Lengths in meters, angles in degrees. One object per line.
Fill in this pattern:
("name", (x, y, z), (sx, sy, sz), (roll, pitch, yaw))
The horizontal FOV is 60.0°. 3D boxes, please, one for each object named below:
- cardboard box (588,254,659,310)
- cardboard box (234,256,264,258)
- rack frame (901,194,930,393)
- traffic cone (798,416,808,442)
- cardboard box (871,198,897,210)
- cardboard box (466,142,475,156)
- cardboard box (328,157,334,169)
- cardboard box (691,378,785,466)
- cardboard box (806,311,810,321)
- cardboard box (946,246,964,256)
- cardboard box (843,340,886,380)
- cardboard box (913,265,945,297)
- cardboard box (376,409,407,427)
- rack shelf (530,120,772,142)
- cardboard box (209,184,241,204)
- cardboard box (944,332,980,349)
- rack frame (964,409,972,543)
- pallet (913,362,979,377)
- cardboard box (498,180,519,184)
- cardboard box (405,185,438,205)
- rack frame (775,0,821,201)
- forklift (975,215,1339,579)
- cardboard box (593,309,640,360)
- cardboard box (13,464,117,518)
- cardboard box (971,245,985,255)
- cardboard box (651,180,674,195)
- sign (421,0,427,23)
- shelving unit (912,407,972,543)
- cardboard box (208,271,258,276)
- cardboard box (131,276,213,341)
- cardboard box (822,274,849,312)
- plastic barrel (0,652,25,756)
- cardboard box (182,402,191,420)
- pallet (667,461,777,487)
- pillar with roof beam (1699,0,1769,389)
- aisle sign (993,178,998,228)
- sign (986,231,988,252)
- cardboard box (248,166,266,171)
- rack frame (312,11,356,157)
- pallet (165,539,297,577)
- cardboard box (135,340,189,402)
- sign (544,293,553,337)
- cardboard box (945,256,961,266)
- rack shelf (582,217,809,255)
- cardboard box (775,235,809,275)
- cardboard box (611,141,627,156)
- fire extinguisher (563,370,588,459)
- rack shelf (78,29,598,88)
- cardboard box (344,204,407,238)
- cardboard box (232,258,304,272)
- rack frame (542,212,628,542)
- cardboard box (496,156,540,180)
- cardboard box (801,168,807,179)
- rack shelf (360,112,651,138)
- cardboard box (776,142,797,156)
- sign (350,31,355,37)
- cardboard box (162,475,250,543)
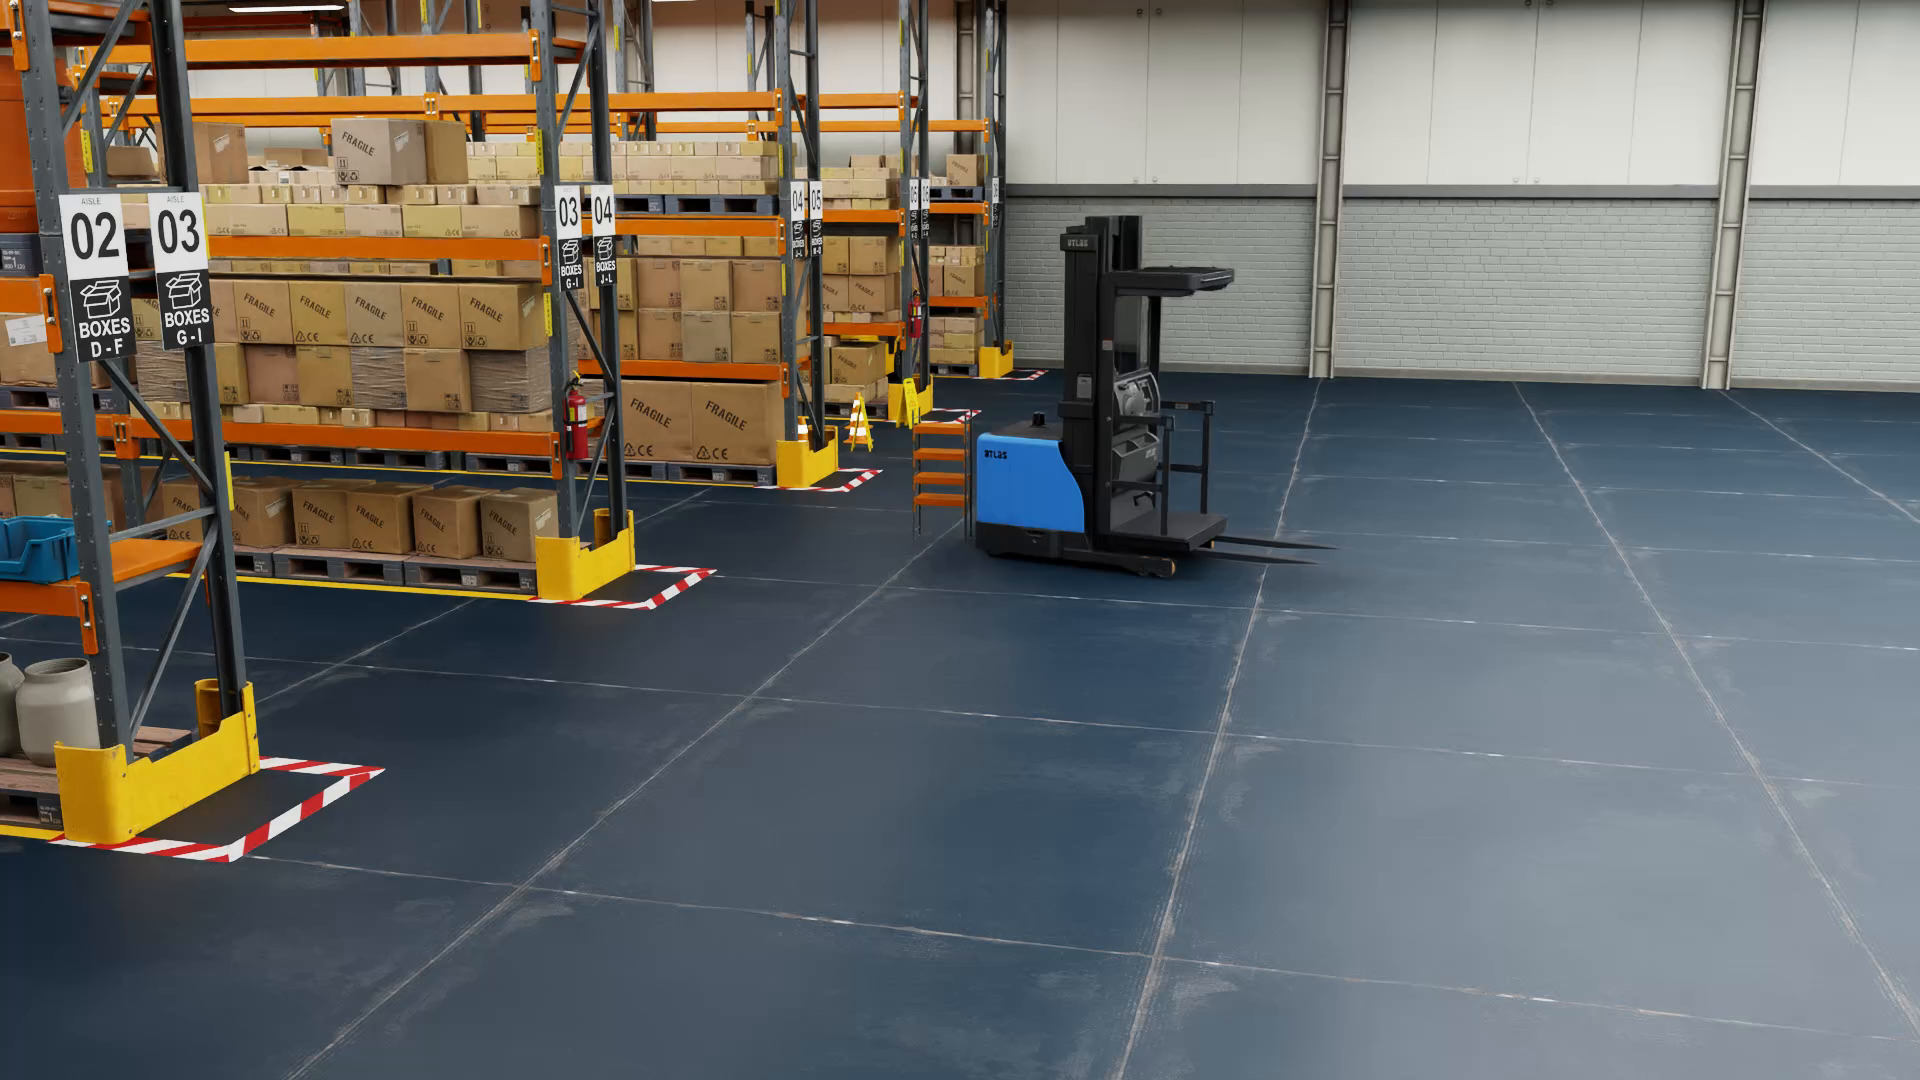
("cardboard box", (-3.657, -2.842, 18.295), (0.500, 0.550, 0.875), (3, 13, 14))
("cardboard box", (-10.407, -4.197, 24.703), (0.500, 0.500, 0.500), (3, 13, 13))
("rack frame", (-0.606, -3.193, 22.718), (0.127, 3.000, 1.000), (3, 13, 14))
("traffic cone", (-1.869, -1.235, 19.748), (0.334, 0.463, 0.336), (3, 13, 14))
("cardboard box", (-1.019, -4.495, 22.239), (0.250, 0.149, 0.380), (3, 13, 14))
("cardboard box", (-5.305, -4.249, 18.091), (0.250, 0.149, 0.380), (3, 13, 14))
("cardboard box", (-8.775, -5.316, 24.153), (0.637, 0.503, 0.797), (2, 13, 10))
("cardboard box", (-2.368, -1.336, 18.283), (0.875, 0.875, 0.875), (3, 13, 14))
("cardboard box", (-2.008, -3.103, 22.889), (0.250, 0.149, 0.380), (3, 13, 14))
("cardboard box", (-0.065, -4.729, 27.223), (0.250, 0.149, 0.380), (3, 13, 14))
("cardboard box", (-1.346, -2.523, 23.345), (0.500, 0.500, 0.500), (3, 13, 12))
("cardboard box", (-0.462, -4.285, 27.409), (0.500, 0.500, 0.500), (3, 13, 15))
("cardboard box", (-4.524, -1.020, 13.500), (0.250, 0.149, 0.380), (3, 13, 14))
("rack shelf", (-5.245, -6.931, 28.299), (4.000, 0.370, 1.077), (3, 13, 14))
("cardboard box", (-5.840, -2.799, 13.443), (0.250, 0.149, 0.380), (3, 13, 15))
("cardboard box", (0.033, -3.304, 27.440), (0.500, 0.250, 0.500), (3, 13, 13))
("rack frame", (0.076, -0.582, 15.102), (0.015, 1.200, 0.240), (3, 13, 14))
("pallet", (-0.172, -2.907, 27.865), (1.213, 0.211, 1.003), (3, 13, 14))
("cardboard box", (-4.811, -3.834, 18.059), (0.250, 0.149, 0.380), (3, 13, 13))
("cardboard box", (-4.090, -2.681, 12.911), (0.250, 0.149, 0.380), (3, 13, 14))
("rack frame", (-1.693, -5.076, 17.353), (0.127, 3.000, 1.000), (3, 13, 14))
("forklift", (1.685, -1.242, 14.082), (3.031, 2.935, 1.130), (6, 14, 27))
("cardboard box", (-3.642, -2.328, 18.473), (0.500, 0.550, 0.875), (3, 13, 14))
("cardboard box", (-7.913, -0.377, 14.777), (0.500, 0.500, 0.700), (3, 13, 13))
("cardboard box", (0.305, -4.810, 27.592), (0.250, 0.149, 0.380), (3, 13, 12))
("cardboard box", (-3.086, -3.742, 17.644), (0.250, 0.149, 0.380), (3, 13, 13))
("sign", (-5.695, -5.664, 17.662), (0.005, 0.325, 0.100), (3, 13, 14))
("shelving unit", (-0.161, -0.594, 15.159), (0.503, 1.200, 0.258), (3, 13, 14))
("cardboard box", (-6.361, -2.034, 14.265), (0.500, 0.500, 0.500), (3, 13, 14))
("cardboard box", (-6.487, -1.922, 13.763), (0.500, 0.500, 0.500), (3, 13, 14))
("cardboard box", (-1.684, -3.385, 22.663), (0.500, 0.500, 0.500), (3, 13, 14))
("plastic barrel", (-5.311, 0.898, 9.053), (0.421, 0.512, 0.421), (0, 13, 0))
("cardboard box", (-6.238, -1.097, 13.850), (0.250, 0.149, 0.380), (3, 13, 14))
("pallet", (-2.489, -0.811, 18.418), (1.213, 0.211, 1.003), (3, 13, 14))
("pillar with roof beam", (10.739, -5.864, 20.904), (0.400, 9.000, 9.100), (3, 13, 14))
("aisle sign", (0.573, -5.441, 26.849), (0.004, 0.787, 0.394), (3, 13, 14))
("sign", (0.437, -4.805, 26.762), (0.005, 0.325, 0.100), (3, 13, 14))
("cardboard box", (-8.374, -4.246, 19.542), (0.500, 0.311, 0.500), (3, 13, 14))
("rack frame", (-11.070, -7.789, 29.581), (0.127, 3.000, 1.000), (3, 13, 14))
("pallet", (-6.203, 0.072, 14.439), (1.213, 0.211, 1.003), (3, 13, 14))
("cardboard box", (-6.441, -1.475, 14.054), (0.500, 0.500, 0.875), (3, 13, 14))
("sign", (-3.132, -1.713, 12.644), (0.005, 0.325, 0.100), (3, 13, 14))
("cardboard box", (-0.079, -4.569, 27.190), (0.250, 0.149, 0.380), (3, 13, 14))
("rack shelf", (-3.635, -3.364, 18.224), (4.000, 0.370, 1.077), (3, 13, 14))
("cardboard box", (-2.163, -3.889, 22.627), (0.500, 0.500, 0.700), (3, 13, 13))
("cardboard box", (-3.583, -4.157, 17.676), (0.250, 0.149, 0.380), (3, 13, 14))
("fire extinguisher", (-2.979, -0.969, 12.870), (0.183, 0.674, 0.296), (3, 13, 14))
("rack shelf", (-4.922, -3.789, 13.222), (4.000, 0.370, 1.077), (3, 13, 14))
("cardboard box", (-4.490, -2.526, 13.131), (0.500, 0.250, 0.500), (3, 13, 15))
("cardboard box", (-8.037, -3.022, 19.406), (0.500, 0.500, 0.700), (3, 13, 13))
("rack frame", (-2.980, -1.109, 13.325), (0.127, 3.000, 1.000), (3, 13, 14))
("cardboard box", (-4.679, -4.035, 18.045), (0.500, 0.250, 0.500), (3, 13, 13))
("cardboard box", (-1.968, -4.949, 22.445), (0.250, 0.149, 0.380), (3, 13, 14))
("rack shelf", (-6.431, -5.887, 23.593), (4.000, 0.370, 1.077), (3, 13, 14))
("cardboard box", (-1.941, -4.216, 17.942), (0.250, 0.149, 0.380), (3, 13, 14))
("sign", (-8.502, -6.954, 23.295), (0.005, 0.325, 0.100), (3, 13, 14))
("cardboard box", (-6.485, -0.273, 14.355), (0.500, 0.500, 0.500), (3, 13, 12))
